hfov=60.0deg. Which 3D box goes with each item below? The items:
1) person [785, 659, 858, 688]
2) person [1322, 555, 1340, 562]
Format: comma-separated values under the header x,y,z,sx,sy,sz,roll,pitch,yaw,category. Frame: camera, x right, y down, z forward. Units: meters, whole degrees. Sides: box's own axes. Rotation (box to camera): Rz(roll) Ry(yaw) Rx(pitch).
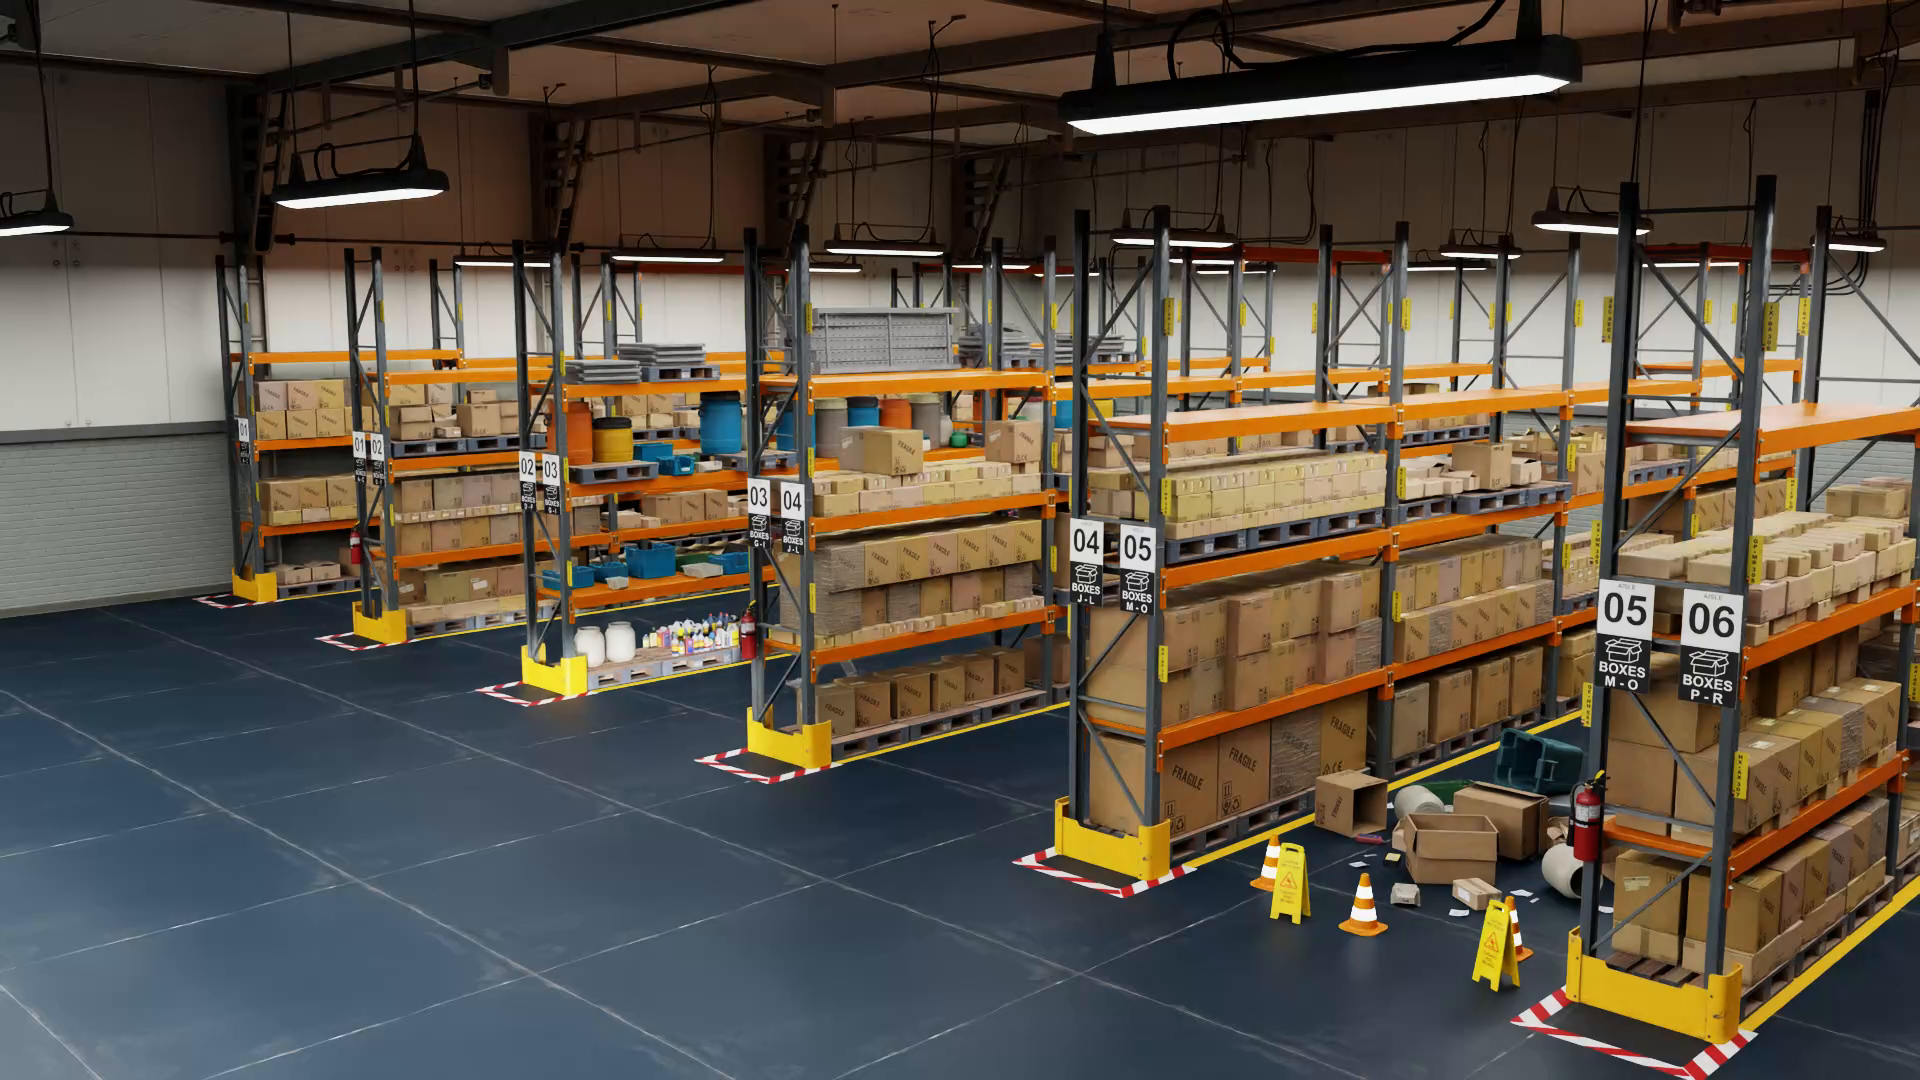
x,y,z,sx,sy,sz,roll,pitch,yaw,category
-1.850,1.206,22.231,1.050,1.616,0.514,-1,8,-10,person
5.269,0.965,23.892,0.974,1.621,0.430,-6,10,-35,person
